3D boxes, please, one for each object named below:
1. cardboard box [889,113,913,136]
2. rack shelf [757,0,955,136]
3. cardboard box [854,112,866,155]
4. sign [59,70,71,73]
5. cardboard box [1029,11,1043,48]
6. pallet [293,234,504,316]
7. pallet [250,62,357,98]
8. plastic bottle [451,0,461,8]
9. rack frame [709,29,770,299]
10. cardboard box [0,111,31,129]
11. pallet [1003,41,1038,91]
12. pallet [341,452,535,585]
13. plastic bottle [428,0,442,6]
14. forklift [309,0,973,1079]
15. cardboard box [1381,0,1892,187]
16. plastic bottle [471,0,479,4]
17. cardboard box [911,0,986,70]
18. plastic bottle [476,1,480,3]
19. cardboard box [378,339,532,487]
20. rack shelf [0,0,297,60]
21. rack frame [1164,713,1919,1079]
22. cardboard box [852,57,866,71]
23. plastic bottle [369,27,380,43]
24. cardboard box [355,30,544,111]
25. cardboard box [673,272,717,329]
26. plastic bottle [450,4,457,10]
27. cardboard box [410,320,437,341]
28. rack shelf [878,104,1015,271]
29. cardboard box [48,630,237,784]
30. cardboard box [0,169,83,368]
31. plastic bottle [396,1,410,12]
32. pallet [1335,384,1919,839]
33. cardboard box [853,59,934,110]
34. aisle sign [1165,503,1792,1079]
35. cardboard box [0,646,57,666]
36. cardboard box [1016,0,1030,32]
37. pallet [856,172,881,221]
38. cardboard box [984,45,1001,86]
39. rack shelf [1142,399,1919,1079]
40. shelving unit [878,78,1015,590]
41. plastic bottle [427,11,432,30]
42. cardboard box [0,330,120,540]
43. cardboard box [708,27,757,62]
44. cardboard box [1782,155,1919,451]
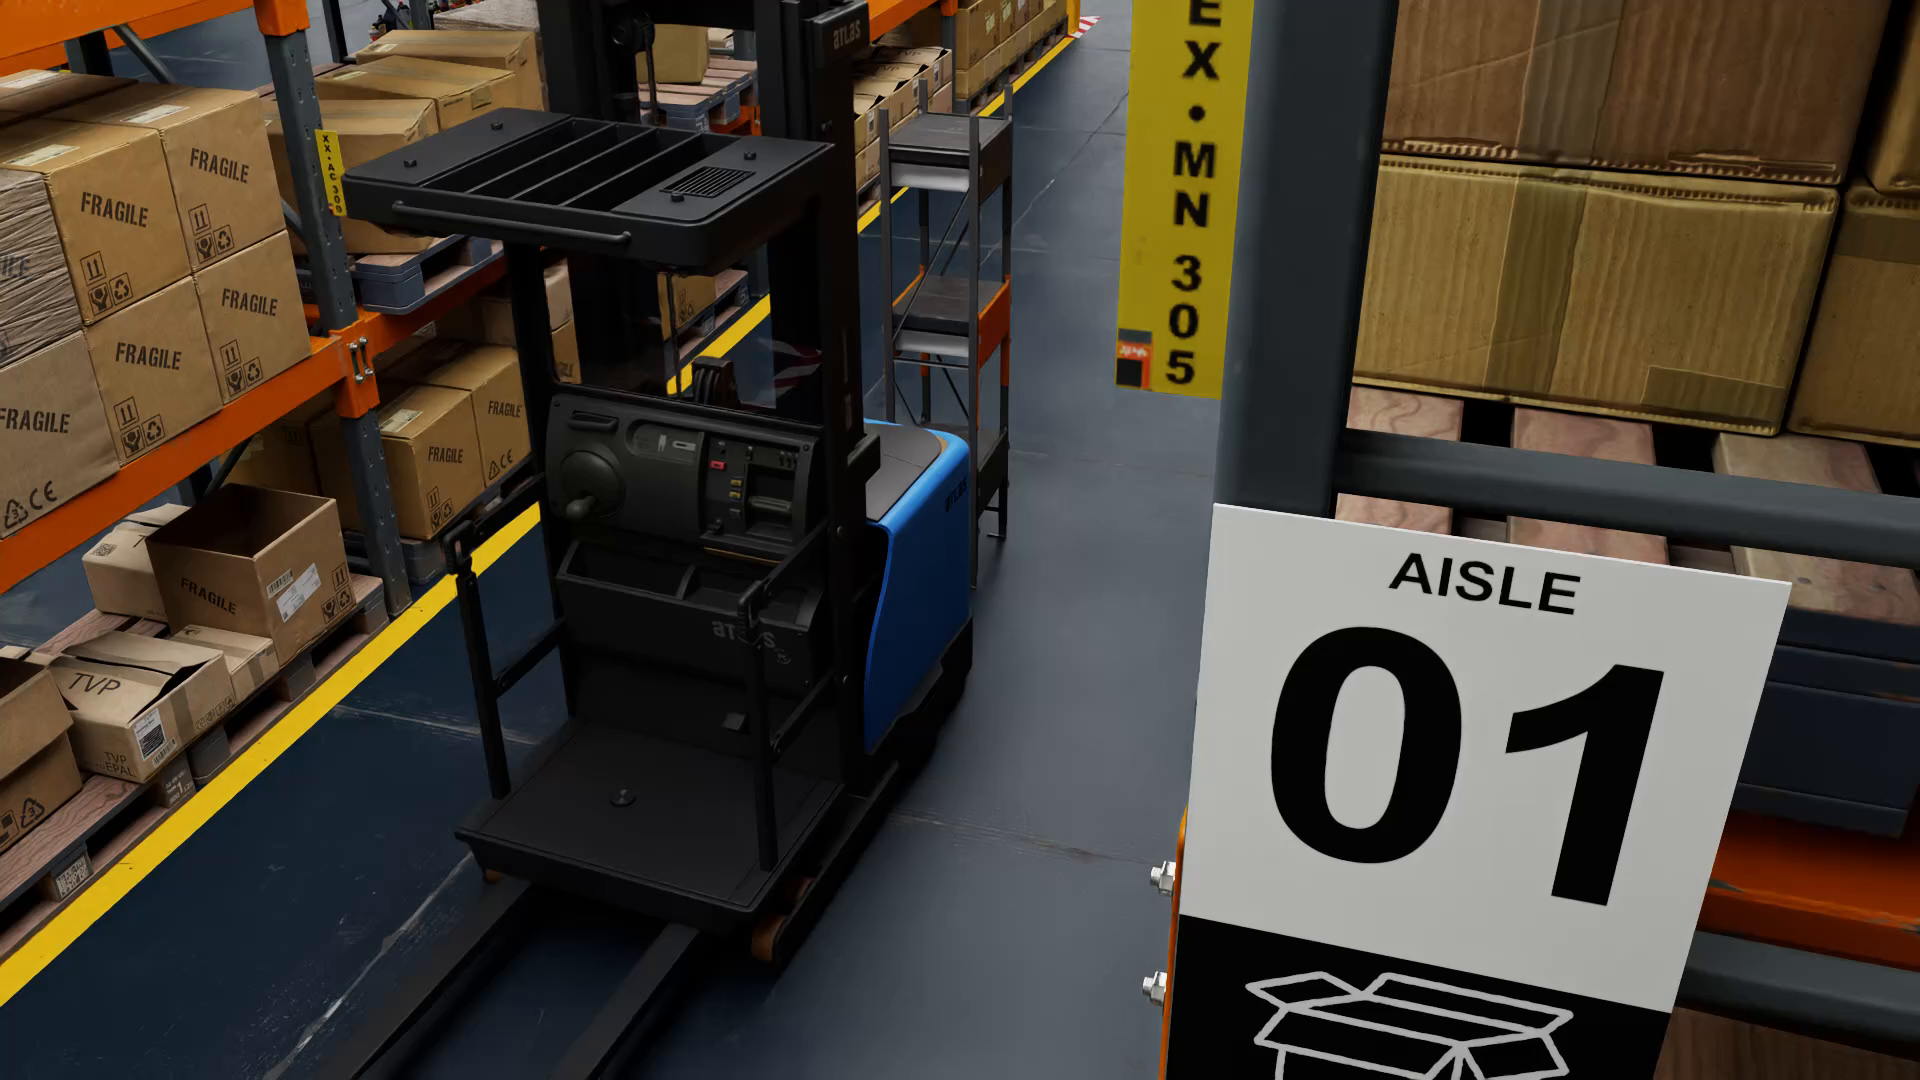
[{"bbox_3d":[-0.675,-3.066,12.572,0.500,0.250,0.500,9,30,16],"label":"cardboard box"},{"bbox_3d":[-1.118,-3.547,11.780,1.077,0.370,4.000,8,30,15],"label":"rack shelf"},{"bbox_3d":[-0.972,-2.842,11.593,0.500,0.311,0.500,8,30,14],"label":"cardboard box"},{"bbox_3d":[-3.410,-1.656,6.451,0.100,0.325,0.005,8,30,15],"label":"sign"},{"bbox_3d":[0.488,-4.873,15.821,0.500,0.250,0.500,8,30,15],"label":"cardboard box"},{"bbox_3d":[-2.540,-1.345,7.279,1.003,0.211,1.213,8,30,15],"label":"pallet"},{"bbox_3d":[-5.458,-3.910,14.562,1.003,0.211,1.213,8,30,15],"label":"pallet"},{"bbox_3d":[-5.051,-5.354,16.643,0.097,0.271,0.097,0,29,0],"label":"plastic bottle"},{"bbox_3d":[-1.705,-2.932,9.935,1.000,3.000,0.127,8,30,15],"label":"rack frame"},{"bbox_3d":[-3.437,-1.135,5.573,0.500,0.500,0.500,8,30,13],"label":"cardboard box"},{"bbox_3d":[0.099,-4.505,15.630,1.003,0.211,1.213,8,30,15],"label":"pallet"},{"bbox_3d":[-2.676,-0.238,7.960,1.003,0.211,1.213,8,30,15],"label":"pallet"},{"bbox_3d":[-5.149,-5.156,16.282,0.152,0.276,0.135,9,30,16],"label":"plastic bottle"},{"bbox_3d":[-0.958,-0.157,5.017,1.130,2.935,3.031,11,31,19],"label":"forklift"},{"bbox_3d":[0.638,-0.688,1.664,0.500,0.500,0.500,8,30,15],"label":"cardboard box"},{"bbox_3d":[-4.951,-5.481,16.944,0.097,0.201,0.097,0,29,0],"label":"plastic bottle"},{"bbox_3d":[-0.095,-4.271,13.967,0.500,0.500,0.500,8,30,15],"label":"cardboard box"},{"bbox_3d":[-4.576,-4.938,15.812,0.144,0.351,0.185,7,30,13],"label":"plastic bottle"},{"bbox_3d":[-2.358,-0.612,7.884,0.500,0.500,0.500,9,30,16],"label":"cardboard box"},{"bbox_3d":[-3.466,-1.140,4.368,1.077,0.370,4.000,8,30,15],"label":"rack shelf"},{"bbox_3d":[0.684,1.491,1.984,1.000,3.000,0.127,8,30,15],"label":"rack frame"},{"bbox_3d":[-1.042,-3.629,13.008,0.500,0.311,0.500,8,30,14],"label":"cardboard box"},{"bbox_3d":[-5.456,-4.682,15.506,0.097,0.201,0.097,0,29,0],"label":"plastic bottle"},{"bbox_3d":[-2.419,-2.130,7.958,0.700,0.500,0.500,1,29,2],"label":"cardboard box"},{"bbox_3d":[-1.755,-1.564,9.594,0.500,0.500,0.500,10,31,17],"label":"cardboard box"},{"bbox_3d":[-4.769,-4.870,15.692,0.144,0.351,0.185,8,30,15],"label":"plastic bottle"},{"bbox_3d":[-2.707,-0.905,8.409,0.500,0.500,0.500,9,30,15],"label":"cardboard box"},{"bbox_3d":[-0.049,-1.440,6.768,0.431,0.518,0.480,8,30,15],"label":"rack shelf"},{"bbox_3d":[-2.995,0.564,5.965,0.500,0.311,0.500,8,30,15],"label":"cardboard box"},{"bbox_3d":[-3.076,-0.809,4.987,0.500,0.500,0.500,9,30,15],"label":"cardboard box"},{"bbox_3d":[-5.295,-4.963,15.859,0.144,0.351,0.185,7,30,12],"label":"plastic bottle"},{"bbox_3d":[0.891,-0.127,1.899,1.003,0.211,1.213,8,30,15],"label":"pallet"},{"bbox_3d":[-0.522,-3.546,12.858,0.500,0.311,0.500,9,30,16],"label":"cardboard box"},{"bbox_3d":[0.376,0.346,1.369,0.394,0.787,0.004,8,30,15],"label":"aisle sign"},{"bbox_3d":[-3.453,0.541,6.155,0.380,0.166,0.250,8,30,15],"label":"cardboard box"},{"bbox_3d":[0.343,-4.969,15.221,0.500,0.500,0.500,8,30,15],"label":"cardboard box"},{"bbox_3d":[-1.066,-2.655,12.306,1.003,0.211,1.213,8,30,15],"label":"pallet"},{"bbox_3d":[0.047,-4.176,14.569,0.500,0.250,0.500,8,30,15],"label":"cardboard box"},{"bbox_3d":[1.271,-0.435,3.100,1.077,0.370,4.000,8,30,15],"label":"rack shelf"},{"bbox_3d":[-0.049,-0.841,7.101,0.431,2.100,0.503,8,30,15],"label":"shelving unit"},{"bbox_3d":[-5.146,-4.921,15.860,0.152,0.276,0.135,8,30,15],"label":"plastic bottle"},{"bbox_3d":[-3.079,-0.369,5.225,0.500,0.500,0.500,9,30,16],"label":"cardboard box"},{"bbox_3d":[-1.556,-3.056,10.249,0.500,0.311,0.500,10,31,18],"label":"cardboard box"},{"bbox_3d":[1.132,-0.286,1.712,0.500,0.250,0.500,10,31,17],"label":"cardboard box"}]
